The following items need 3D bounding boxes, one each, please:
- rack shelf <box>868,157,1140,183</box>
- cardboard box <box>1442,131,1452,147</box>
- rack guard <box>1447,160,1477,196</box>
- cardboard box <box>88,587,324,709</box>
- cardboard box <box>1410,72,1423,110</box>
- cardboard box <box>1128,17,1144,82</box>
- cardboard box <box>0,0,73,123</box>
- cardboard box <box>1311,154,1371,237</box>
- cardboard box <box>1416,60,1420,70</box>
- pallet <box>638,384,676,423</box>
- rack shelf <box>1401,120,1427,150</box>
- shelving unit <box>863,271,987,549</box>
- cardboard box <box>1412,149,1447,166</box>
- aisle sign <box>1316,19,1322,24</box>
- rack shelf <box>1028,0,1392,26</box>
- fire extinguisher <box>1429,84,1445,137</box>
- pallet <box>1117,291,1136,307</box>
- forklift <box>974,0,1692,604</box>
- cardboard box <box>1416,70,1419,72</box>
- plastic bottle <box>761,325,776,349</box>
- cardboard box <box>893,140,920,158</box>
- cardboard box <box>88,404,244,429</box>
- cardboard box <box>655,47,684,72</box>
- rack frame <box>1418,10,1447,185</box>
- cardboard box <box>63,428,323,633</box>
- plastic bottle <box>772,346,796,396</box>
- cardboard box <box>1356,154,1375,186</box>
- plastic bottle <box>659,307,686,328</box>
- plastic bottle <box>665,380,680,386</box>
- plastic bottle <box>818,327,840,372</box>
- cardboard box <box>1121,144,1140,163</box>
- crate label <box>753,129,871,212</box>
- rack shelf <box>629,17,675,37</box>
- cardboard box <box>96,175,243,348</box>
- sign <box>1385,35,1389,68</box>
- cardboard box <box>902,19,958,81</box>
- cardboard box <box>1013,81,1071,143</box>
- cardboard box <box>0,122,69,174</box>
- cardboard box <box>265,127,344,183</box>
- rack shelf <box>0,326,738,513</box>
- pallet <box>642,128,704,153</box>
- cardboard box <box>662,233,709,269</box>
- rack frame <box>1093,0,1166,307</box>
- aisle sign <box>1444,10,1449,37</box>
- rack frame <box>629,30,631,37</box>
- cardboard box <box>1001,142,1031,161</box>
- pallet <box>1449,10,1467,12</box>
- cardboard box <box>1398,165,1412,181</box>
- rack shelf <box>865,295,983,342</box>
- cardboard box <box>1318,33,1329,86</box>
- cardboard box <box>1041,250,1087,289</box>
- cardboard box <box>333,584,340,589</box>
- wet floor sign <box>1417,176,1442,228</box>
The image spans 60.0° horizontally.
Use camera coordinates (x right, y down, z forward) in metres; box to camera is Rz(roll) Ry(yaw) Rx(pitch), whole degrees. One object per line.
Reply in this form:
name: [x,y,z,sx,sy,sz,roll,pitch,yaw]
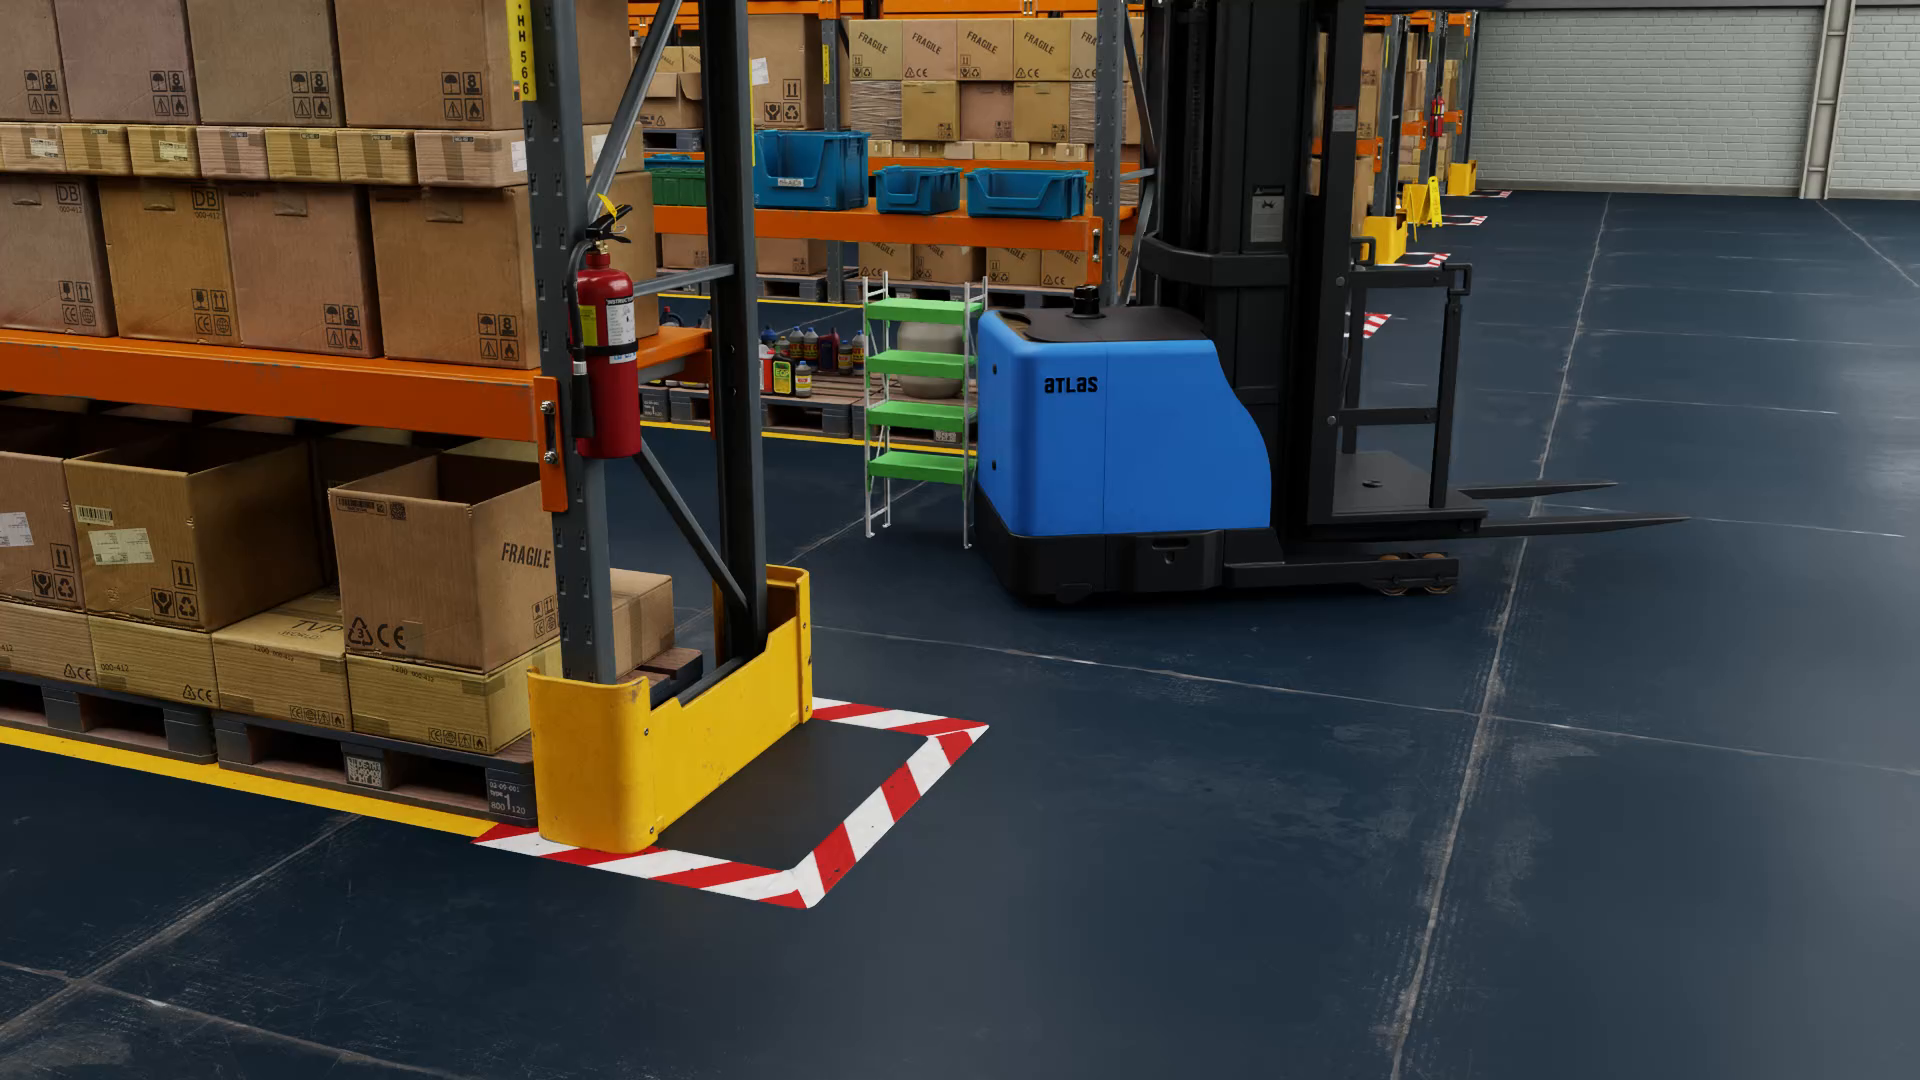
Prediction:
rack shelf: [0.901,-3.156,14.454,4.000,0.370,1.077,6,17,21]
cardboard box: [7.838,-6.614,27.462,0.500,0.250,0.500,6,17,20]
rack guard: [8.238,-5.952,27.278,0.348,0.500,1.175,6,17,21]
cardboard box: [-2.419,0.314,5.390,0.500,0.250,0.500,6,17,21]
cardboard box: [6.059,-6.178,22.861,0.500,0.500,0.500,6,17,20]
cardboard box: [1.692,-4.009,13.598,0.500,0.500,0.500,6,17,21]
cardboard box: [-2.782,-1.610,5.334,0.500,0.500,0.700,6,17,21]
cardboard box: [4.020,-3.806,18.462,0.875,0.875,0.875,6,17,21]
cardboard box: [7.311,-7.676,26.857,0.250,0.149,0.380,7,17,22]
pallet: [-2.167,-1.003,10.748,1.213,0.211,1.003,6,17,21]
rack shelf: [4.537,-5.726,23.307,4.000,0.370,1.077,6,17,21]
shelving unit: [-0.157,-0.594,7.566,0.503,1.200,0.258,7,17,21]
cardboard box: [7.648,-6.245,27.085,0.500,0.250,0.500,6,17,20]
aisle sign: [2.929,-4.617,13.533,0.004,0.787,0.394,6,17,21]
rack shelf: [2.815,-5.872,18.431,4.000,0.370,1.077,6,17,21]
fire extinguisher: [6.335,-5.698,22.061,0.183,0.674,0.296,6,17,21]
pallet: [1.948,-2.058,14.382,1.213,0.211,1.003,6,17,21]
forklift: [1.627,-1.319,6.961,3.031,2.935,1.130,-2,16,-8]
cardboard box: [7.323,-7.538,26.915,0.250,0.149,0.380,7,17,22]
plastic bottle: [-1.229,-1.245,10.688,0.097,0.271,0.097,0,16,0]
cardboard box: [-0.399,-3.438,14.586,0.250,0.149,0.380,6,17,21]
cardboard box: [-2.688,-0.236,5.939,0.500,0.500,0.500,6,17,21]
cardboard box: [-4.462,-7.503,26.165,0.500,0.500,0.500,6,17,21]
rack frame: [6.398,-5.867,22.502,0.127,3.000,1.000,6,17,21]
cardboard box: [-2.420,-0.045,5.283,0.500,0.500,0.500,6,17,21]
plastic bottle: [-1.041,-1.000,9.822,0.133,0.283,0.061,7,17,22]
cardboard box: [5.557,-5.122,22.772,0.500,0.500,0.500,6,17,21]
plastic bottle: [-1.894,-1.350,10.904,0.185,0.351,0.144,5,17,18]
plastic bottle: [-1.748,-1.044,10.120,0.097,0.201,0.097,0,16,0]
plastic bottle: [-0.832,-1.213,10.555,0.133,0.283,0.061,7,17,22]
cardboard box: [1.493,-3.255,13.958,0.250,0.149,0.380,6,17,21]
crate label: [-0.867,-2.147,9.626,0.616,0.435,0.502,6,17,21]
rack shelf: [-6.626,-8.394,27.117,4.000,0.370,1.077,6,17,21]
cardboard box: [-2.256,-0.932,5.323,0.500,0.500,0.700,6,17,21]
sign: [4.463,-5.103,17.370,0.005,0.325,0.100,6,17,21]
cardboard box: [-0.169,-4.214,14.303,0.500,0.500,0.500,6,17,21]
cardboard box: [0.841,-3.687,14.282,0.500,0.500,0.875,6,17,21]
cardboard box: [-2.746,-1.235,5.205,0.250,0.149,0.380,6,17,20]
cardboard box: [-1.784,-1.129,4.841,0.250,0.149,0.380,6,17,20]
rack shelf: [-2.737,-0.587,5.605,4.000,0.370,1.077,6,17,21]
pallet: [-2.824,-3.831,15.834,1.213,0.211,1.003,6,17,21]
cardboard box: [-2.480,-2.896,15.963,0.500,0.500,0.700,5,17,16]
rack frame: [0.944,-2.012,9.224,0.127,3.000,1.000,6,17,21]
aisle sign: [6.569,-7.189,22.395,0.004,0.787,0.394,6,17,21]
rack frame: [-6.669,-8.791,32.576,0.127,3.000,1.000,6,17,21]
cardboard box: [0.530,-3.335,14.232,0.250,0.149,0.380,6,17,21]
pallet: [7.567,-8.632,26.804,1.213,0.211,1.003,6,17,21]
cardboard box: [7.203,-6.055,27.330,0.500,0.250,0.500,6,17,21]
rack shelf: [-0.156,-0.994,7.449,0.480,0.148,0.258,7,17,21]
cardboard box: [3.799,-5.244,18.150,0.550,0.550,0.875,6,17,21]
cardboard box: [1.043,-2.487,14.591,0.500,0.500,0.500,8,18,26]
cardboard box: [-1.761,0.228,5.686,0.500,0.250,0.500,6,17,21]
wet floor sign: [6.182,-4.439,21.808,0.232,0.644,0.267,14,21,40]
